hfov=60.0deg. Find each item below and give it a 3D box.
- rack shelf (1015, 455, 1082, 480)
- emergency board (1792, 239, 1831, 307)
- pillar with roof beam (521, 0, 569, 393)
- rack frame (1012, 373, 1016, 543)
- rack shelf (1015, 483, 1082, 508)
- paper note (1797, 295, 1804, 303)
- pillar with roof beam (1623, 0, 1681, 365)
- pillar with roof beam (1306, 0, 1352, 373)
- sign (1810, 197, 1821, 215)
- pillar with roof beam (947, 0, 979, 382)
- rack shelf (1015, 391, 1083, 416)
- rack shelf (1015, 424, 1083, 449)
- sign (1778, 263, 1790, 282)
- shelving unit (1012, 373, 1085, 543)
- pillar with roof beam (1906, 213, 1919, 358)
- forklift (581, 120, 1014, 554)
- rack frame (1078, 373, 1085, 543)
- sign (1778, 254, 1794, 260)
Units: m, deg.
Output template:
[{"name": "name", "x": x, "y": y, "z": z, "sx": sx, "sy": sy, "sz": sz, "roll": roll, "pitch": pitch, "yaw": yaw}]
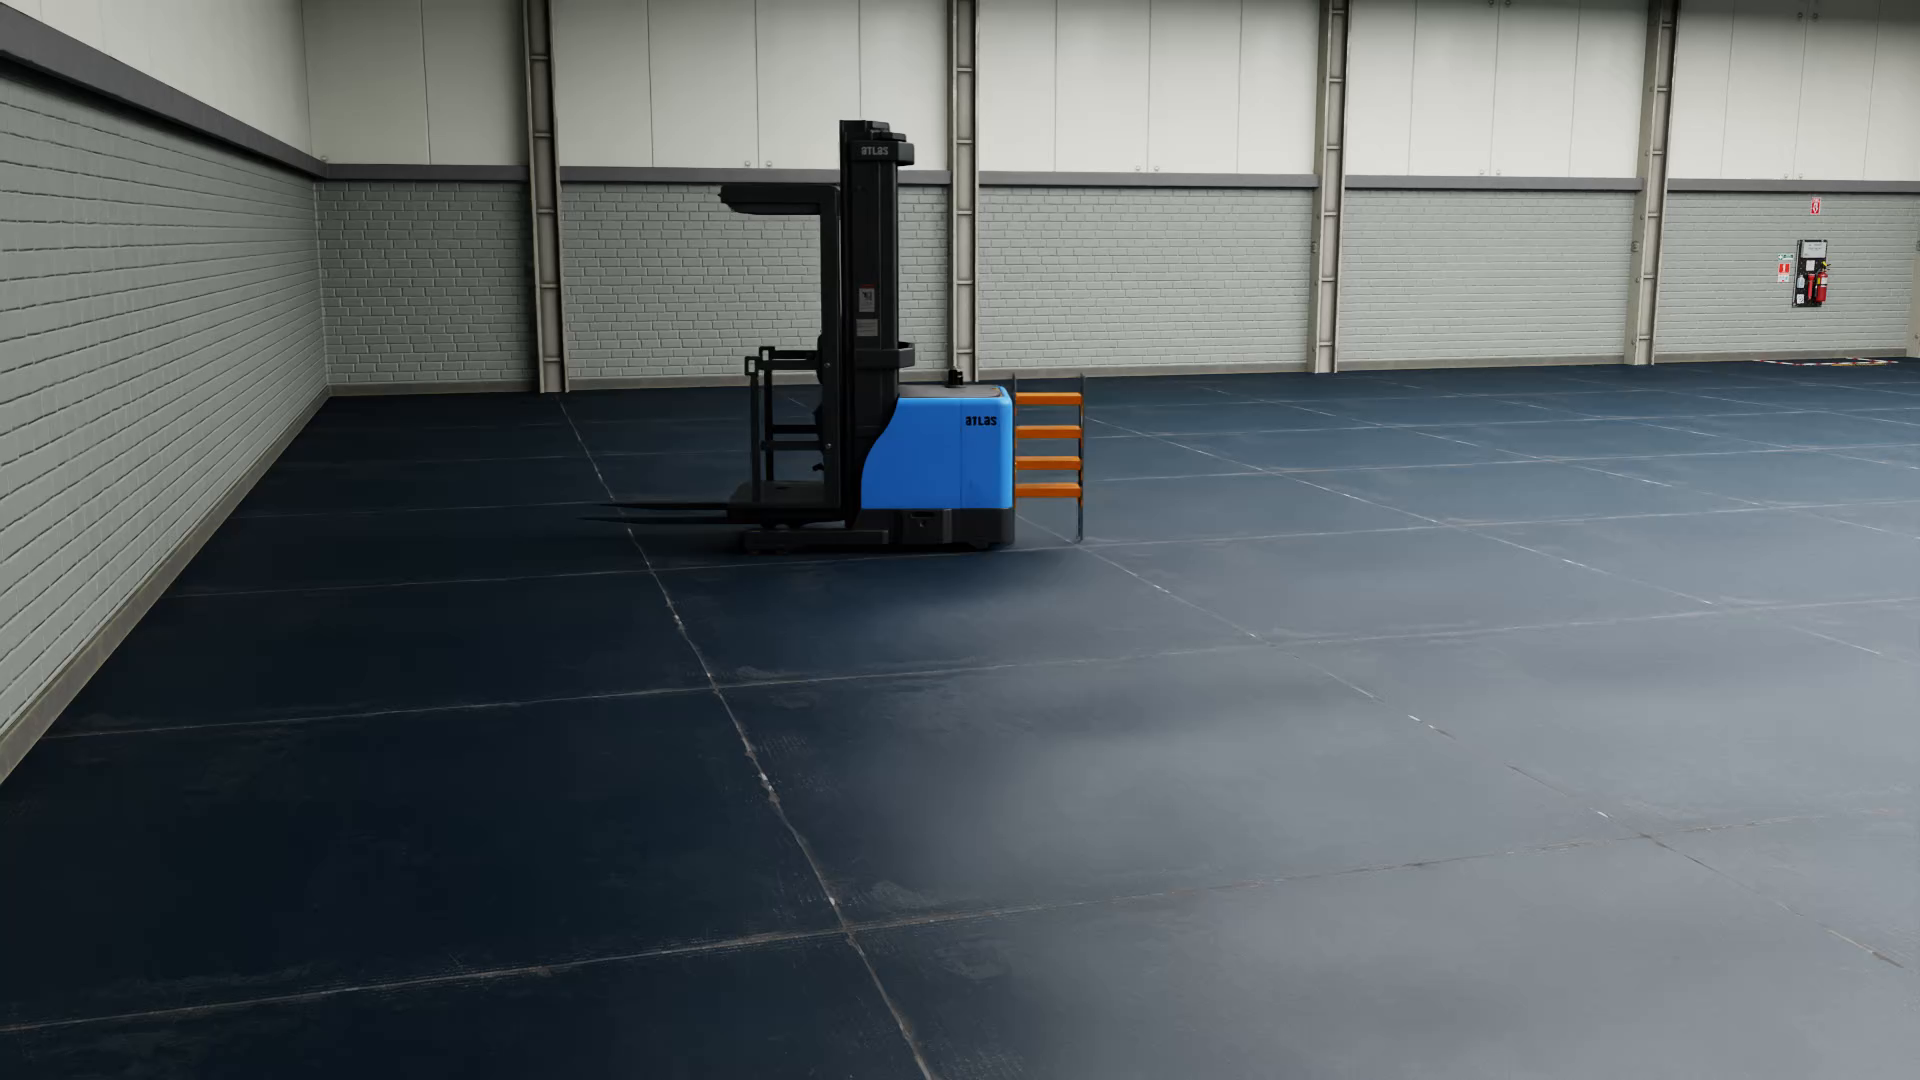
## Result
[{"name": "rack shelf", "x": 0.627, "y": -0.522, "z": 11.940, "sx": 0.480, "sy": 0.148, "sz": 0.258, "roll": 0, "pitch": 10, "yaw": -1}, {"name": "emergency board", "x": 14.945, "y": -4.663, "z": 29.091, "sx": 0.643, "sy": 1.169, "sz": 0.194, "roll": -3, "pitch": 11, "yaw": -16}, {"name": "pillar with roof beam", "x": -4.512, "y": -5.769, "z": 18.528, "sx": 0.400, "sy": 9.000, "sz": 9.100, "roll": -3, "pitch": 11, "yaw": -16}, {"name": "rack frame", "x": 0.383, "y": -0.587, "z": 11.923, "sx": 0.015, "sy": 1.200, "sz": 0.240, "roll": 0, "pitch": 10, "yaw": -1}, {"name": "rack shelf", "x": 0.627, "y": -0.327, "z": 11.976, "sx": 0.480, "sy": 0.148, "sz": 0.258, "roll": 0, "pitch": 10, "yaw": -1}, {"name": "paper note", "x": 14.755, "y": -4.233, "z": 29.187, "sx": 0.142, "sy": 0.148, "sz": 0.016, "roll": -3, "pitch": 11, "yaw": -16}, {"name": "pillar with roof beam", "x": 12.770, "y": -6.680, "z": 23.476, "sx": 0.400, "sy": 9.000, "sz": 9.100, "roll": -3, "pitch": 11, "yaw": -16}, {"name": "pillar with roof beam", "x": 7.009, "y": -6.376, "z": 21.827, "sx": 0.400, "sy": 9.000, "sz": 9.100, "roll": -3, "pitch": 11, "yaw": -16}, {"name": "sign", "x": 14.909, "y": -5.820, "z": 28.973, "sx": 0.199, "sy": 0.298, "sz": 0.001, "roll": -3, "pitch": 11, "yaw": -16}, {"name": "pillar with roof beam", "x": 1.249, "y": -6.073, "z": 20.178, "sx": 0.400, "sy": 9.000, "sz": 9.100, "roll": -3, "pitch": 11, "yaw": -16}, {"name": "rack shelf", "x": 0.627, "y": -0.975, "z": 11.857, "sx": 0.480, "sy": 0.148, "sz": 0.258, "roll": 0, "pitch": 10, "yaw": -1}, {"name": "rack shelf", "x": 0.627, "y": -0.742, "z": 11.900, "sx": 0.480, "sy": 0.148, "sz": 0.258, "roll": 0, "pitch": 10, "yaw": -1}, {"name": "sign", "x": 14.385, "y": -4.670, "z": 29.033, "sx": 0.234, "sy": 0.329, "sz": 0.001, "roll": -3, "pitch": 11, "yaw": -16}, {"name": "shelving unit", "x": 0.627, "y": -0.588, "z": 11.928, "sx": 0.503, "sy": 1.200, "sz": 0.258, "roll": 0, "pitch": 10, "yaw": -1}, {"name": "pillar with roof beam", "x": 18.531, "y": -6.983, "z": 25.126, "sx": 0.400, "sy": 9.000, "sz": 9.100, "roll": -3, "pitch": 11, "yaw": -16}, {"name": "forklift", "x": -1.147, "y": -1.441, "z": 11.781, "sx": 3.031, "sy": 2.935, "sz": 1.130, "roll": 0, "pitch": 10, "yaw": -1}, {"name": "rack frame", "x": 0.871, "y": -0.589, "z": 11.933, "sx": 0.015, "sy": 1.200, "sz": 0.240, "roll": 0, "pitch": 10, "yaw": -1}, {"name": "sign", "x": 14.392, "y": -4.930, "z": 28.978, "sx": 0.331, "sy": 0.109, "sz": 0.001, "roll": -3, "pitch": 11, "yaw": -16}]
